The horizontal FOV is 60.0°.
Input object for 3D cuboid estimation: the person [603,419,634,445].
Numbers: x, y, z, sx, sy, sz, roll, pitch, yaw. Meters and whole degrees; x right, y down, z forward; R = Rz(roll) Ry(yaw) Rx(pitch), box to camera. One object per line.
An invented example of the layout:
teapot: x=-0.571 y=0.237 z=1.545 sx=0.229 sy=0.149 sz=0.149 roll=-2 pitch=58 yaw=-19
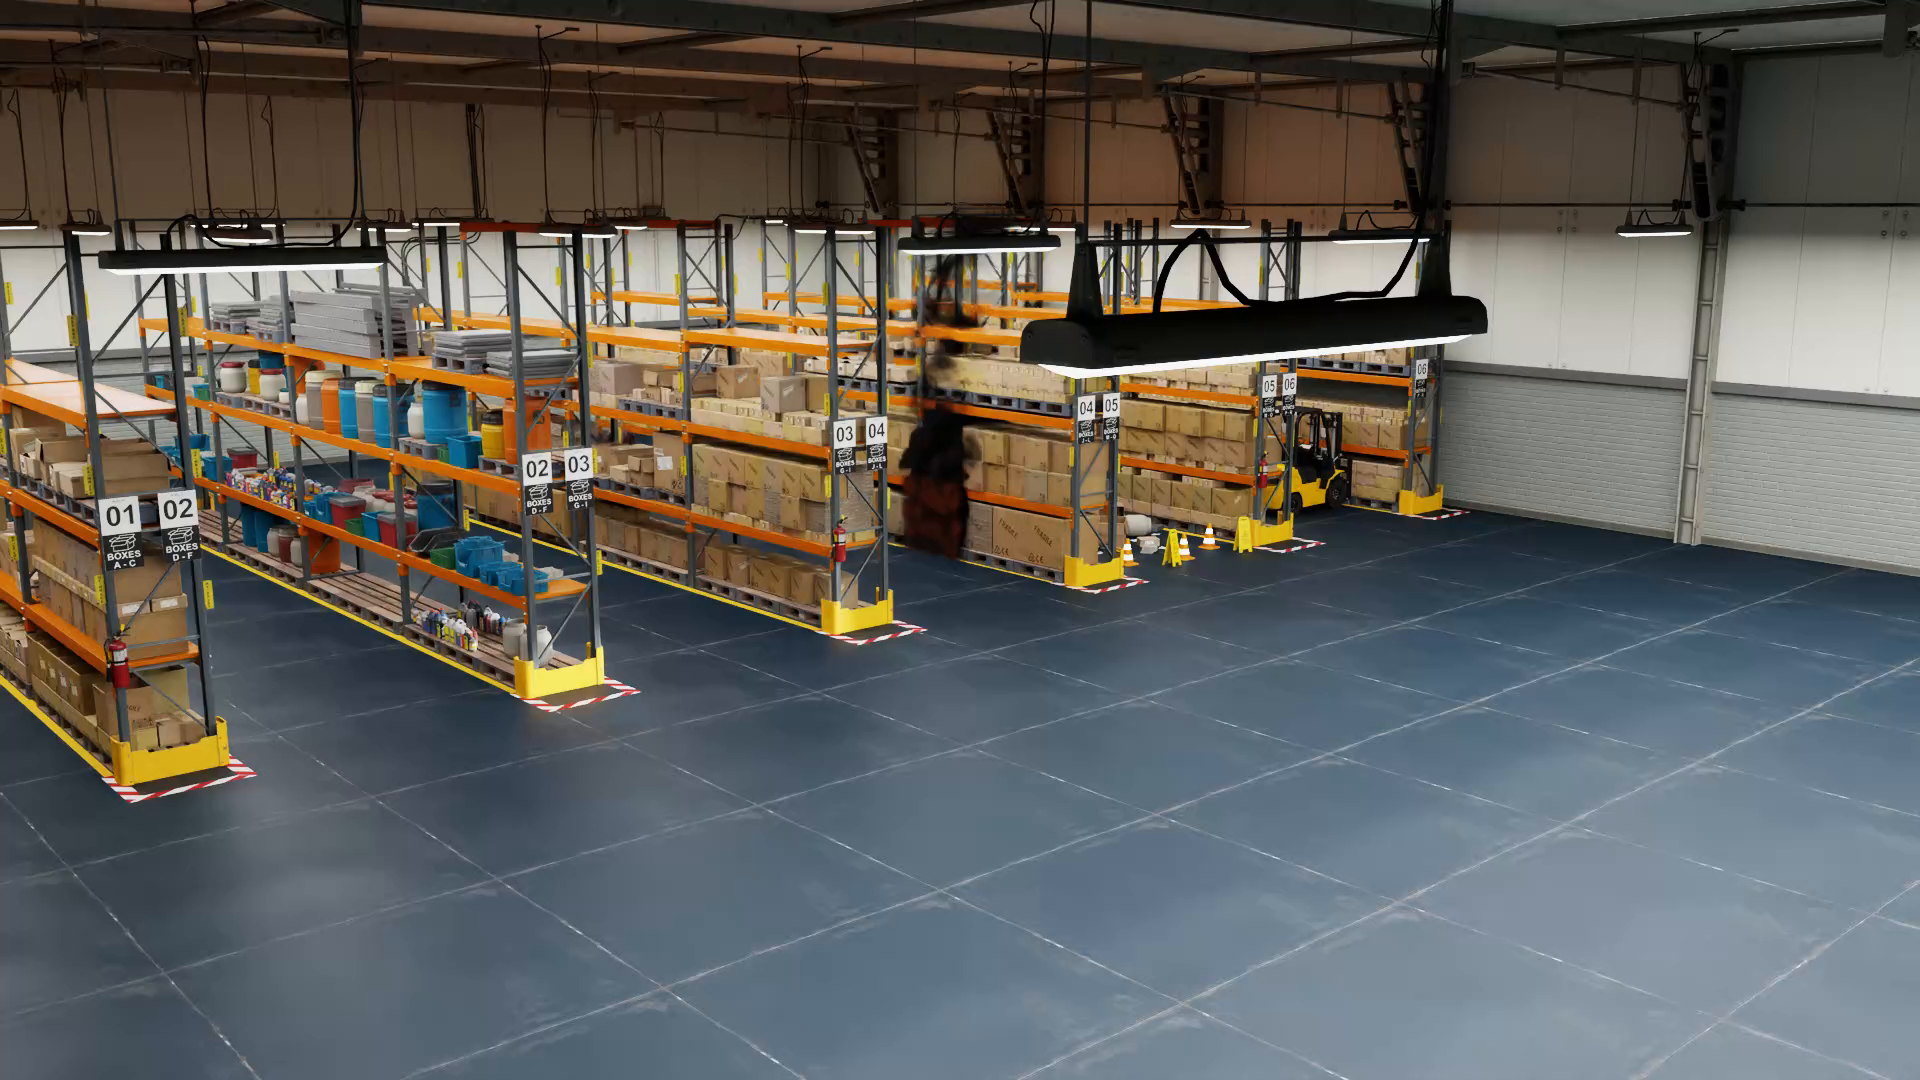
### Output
person: x=-7.443 y=-1.792 z=36.385 sx=0.705 sy=1.747 sz=0.688 roll=-8 pitch=14 yaw=-34
